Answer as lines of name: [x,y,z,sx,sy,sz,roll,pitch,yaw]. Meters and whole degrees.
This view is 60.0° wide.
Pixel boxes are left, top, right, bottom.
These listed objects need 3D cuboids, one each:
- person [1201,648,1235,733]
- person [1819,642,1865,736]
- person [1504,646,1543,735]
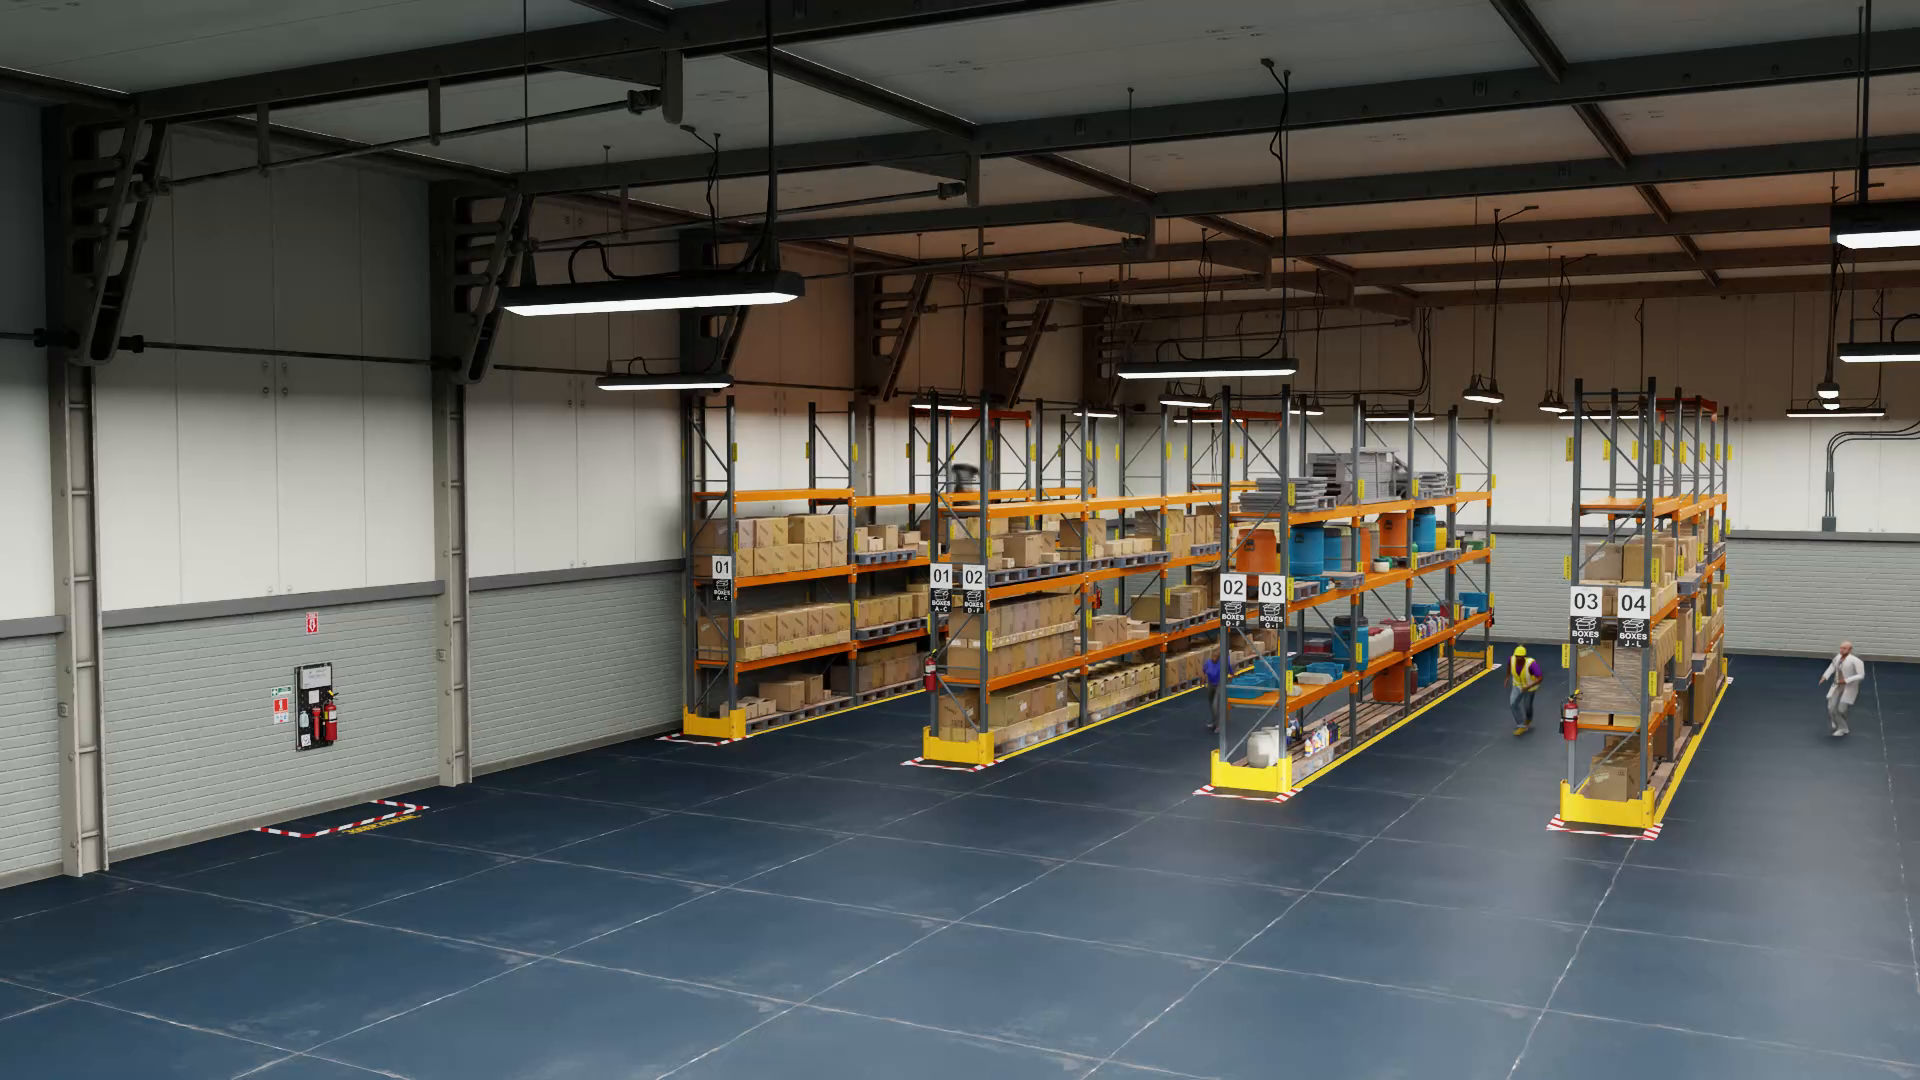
person: [4.621,2.690,29.905,0.672,1.554,0.773,3,4,43]
person: [15.672,2.636,29.457,0.650,1.703,0.808,-2,4,-36]
person: [10.094,2.643,29.666,0.711,1.593,1.140,2,4,35]
